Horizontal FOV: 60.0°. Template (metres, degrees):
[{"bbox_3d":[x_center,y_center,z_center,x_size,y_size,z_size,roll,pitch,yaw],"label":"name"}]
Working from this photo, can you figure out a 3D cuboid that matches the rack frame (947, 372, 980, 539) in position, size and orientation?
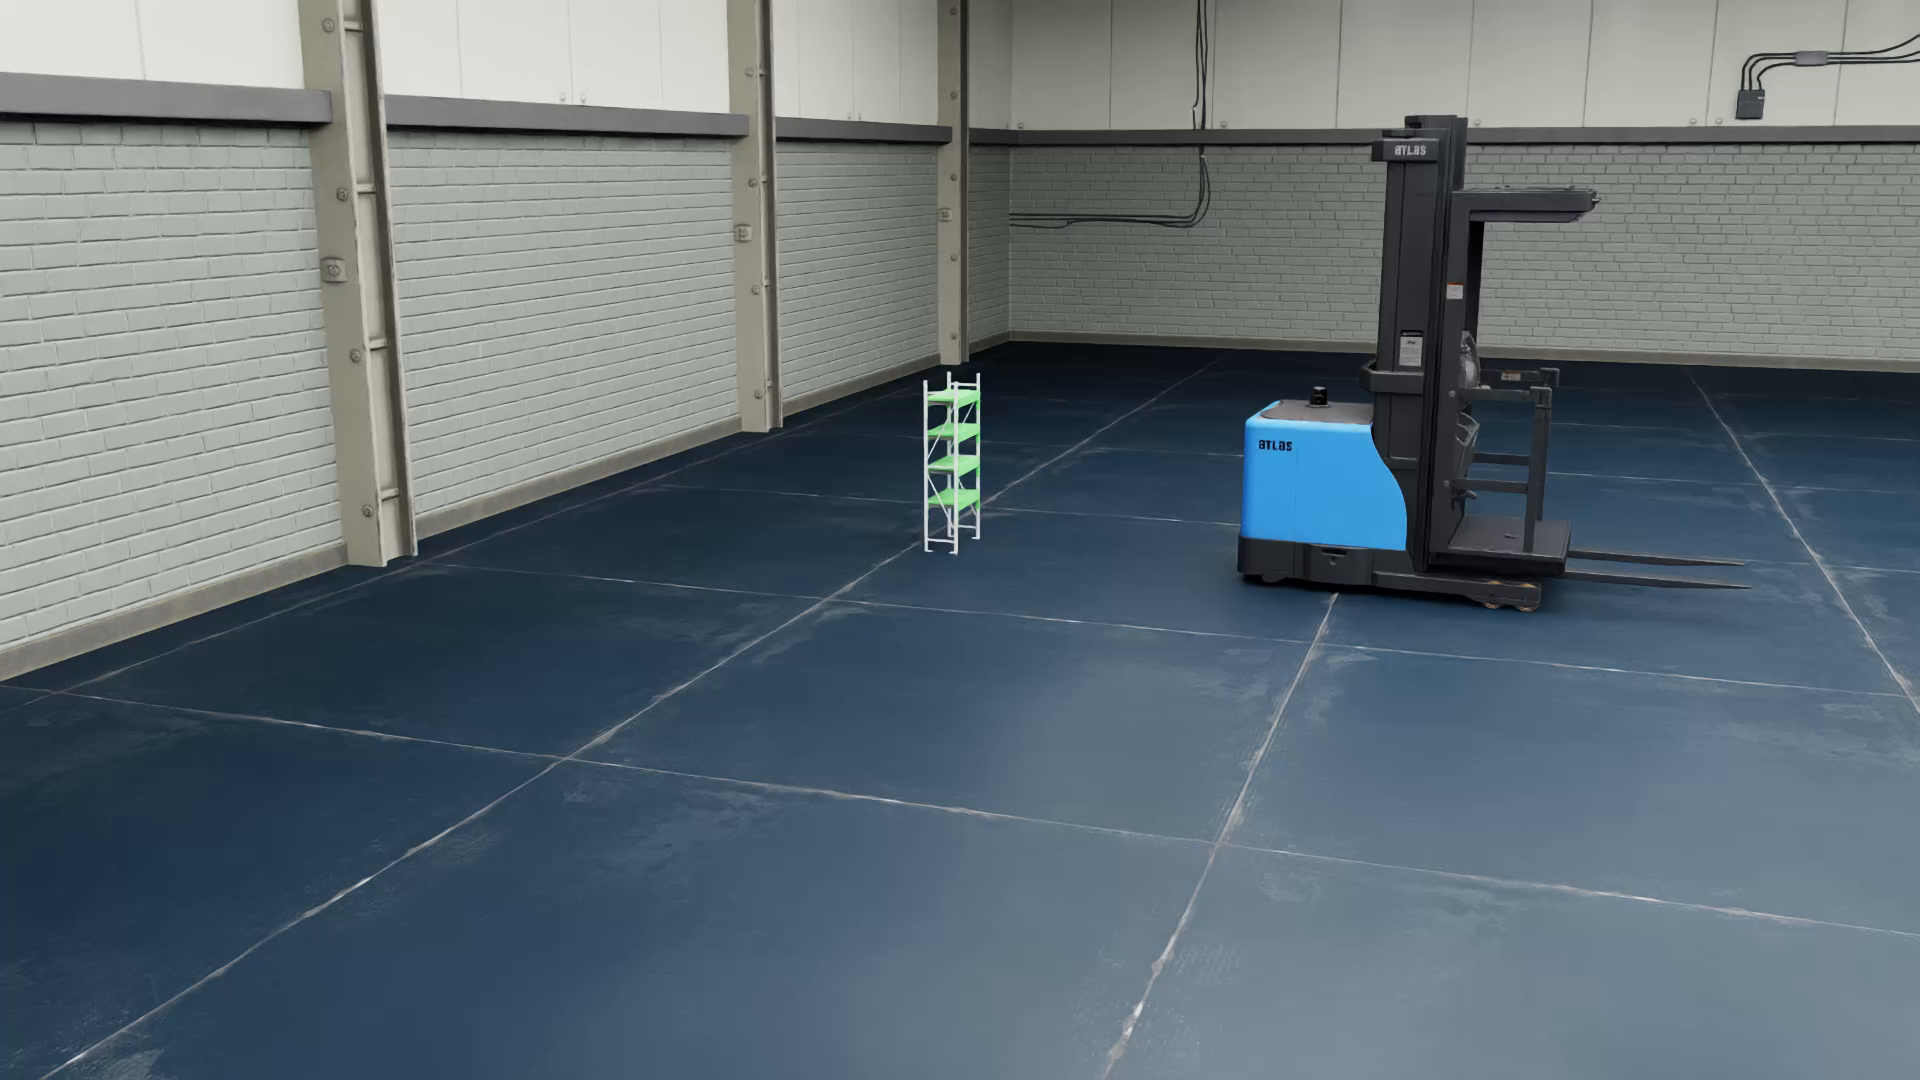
[{"bbox_3d":[0.025,-0.601,11.927,0.240,1.200,0.015,4,14,18],"label":"rack frame"}]

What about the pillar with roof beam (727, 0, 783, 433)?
[{"bbox_3d":[2.045,-5.211,14.594,9.100,9.000,0.400,4,14,18],"label":"pillar with roof beam"}]

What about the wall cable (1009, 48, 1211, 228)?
[{"bbox_3d":[2.117,-5.795,24.133,3.097,2.526,0.112,4,14,18],"label":"wall cable"}]

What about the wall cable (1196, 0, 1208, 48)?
[{"bbox_3d":[4.677,-8.062,22.717,3.097,2.526,0.112,4,14,18],"label":"wall cable"}]

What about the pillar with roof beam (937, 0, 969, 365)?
[{"bbox_3d":[3.986,-6.474,20.129,9.100,9.000,0.400,4,14,18],"label":"pillar with roof beam"}]

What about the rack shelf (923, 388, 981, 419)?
[{"bbox_3d":[-0.054,-0.956,11.609,0.258,0.148,0.480,4,14,18],"label":"rack shelf"}]

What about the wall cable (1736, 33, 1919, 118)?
[{"bbox_3d":[11.095,-8.280,20.400,2.305,6.003,0.169,4,14,18],"label":"wall cable"}]

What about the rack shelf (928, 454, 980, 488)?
[{"bbox_3d":[-0.054,-0.488,11.716,0.258,0.148,0.480,4,14,18],"label":"rack shelf"}]

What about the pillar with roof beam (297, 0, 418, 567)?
[{"bbox_3d":[0.103,-3.947,9.059,9.100,9.000,0.400,4,14,18],"label":"pillar with roof beam"}]

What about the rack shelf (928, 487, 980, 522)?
[{"bbox_3d":[-0.054,-0.254,11.769,0.258,0.148,0.480,4,14,18],"label":"rack shelf"}]

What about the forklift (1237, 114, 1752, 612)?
[{"bbox_3d":[3.369,-1.128,10.343,3.031,2.935,1.130,5,14,21],"label":"forklift"}]

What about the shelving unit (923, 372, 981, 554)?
[{"bbox_3d":[-0.054,-0.550,11.702,0.258,1.200,0.503,4,14,18],"label":"shelving unit"}]

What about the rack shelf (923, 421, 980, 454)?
[{"bbox_3d":[-0.054,-0.722,11.663,0.258,0.148,0.480,4,14,18],"label":"rack shelf"}]

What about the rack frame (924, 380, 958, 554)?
[{"bbox_3d":[-0.132,-0.499,11.477,0.240,1.200,0.015,4,14,18],"label":"rack frame"}]
